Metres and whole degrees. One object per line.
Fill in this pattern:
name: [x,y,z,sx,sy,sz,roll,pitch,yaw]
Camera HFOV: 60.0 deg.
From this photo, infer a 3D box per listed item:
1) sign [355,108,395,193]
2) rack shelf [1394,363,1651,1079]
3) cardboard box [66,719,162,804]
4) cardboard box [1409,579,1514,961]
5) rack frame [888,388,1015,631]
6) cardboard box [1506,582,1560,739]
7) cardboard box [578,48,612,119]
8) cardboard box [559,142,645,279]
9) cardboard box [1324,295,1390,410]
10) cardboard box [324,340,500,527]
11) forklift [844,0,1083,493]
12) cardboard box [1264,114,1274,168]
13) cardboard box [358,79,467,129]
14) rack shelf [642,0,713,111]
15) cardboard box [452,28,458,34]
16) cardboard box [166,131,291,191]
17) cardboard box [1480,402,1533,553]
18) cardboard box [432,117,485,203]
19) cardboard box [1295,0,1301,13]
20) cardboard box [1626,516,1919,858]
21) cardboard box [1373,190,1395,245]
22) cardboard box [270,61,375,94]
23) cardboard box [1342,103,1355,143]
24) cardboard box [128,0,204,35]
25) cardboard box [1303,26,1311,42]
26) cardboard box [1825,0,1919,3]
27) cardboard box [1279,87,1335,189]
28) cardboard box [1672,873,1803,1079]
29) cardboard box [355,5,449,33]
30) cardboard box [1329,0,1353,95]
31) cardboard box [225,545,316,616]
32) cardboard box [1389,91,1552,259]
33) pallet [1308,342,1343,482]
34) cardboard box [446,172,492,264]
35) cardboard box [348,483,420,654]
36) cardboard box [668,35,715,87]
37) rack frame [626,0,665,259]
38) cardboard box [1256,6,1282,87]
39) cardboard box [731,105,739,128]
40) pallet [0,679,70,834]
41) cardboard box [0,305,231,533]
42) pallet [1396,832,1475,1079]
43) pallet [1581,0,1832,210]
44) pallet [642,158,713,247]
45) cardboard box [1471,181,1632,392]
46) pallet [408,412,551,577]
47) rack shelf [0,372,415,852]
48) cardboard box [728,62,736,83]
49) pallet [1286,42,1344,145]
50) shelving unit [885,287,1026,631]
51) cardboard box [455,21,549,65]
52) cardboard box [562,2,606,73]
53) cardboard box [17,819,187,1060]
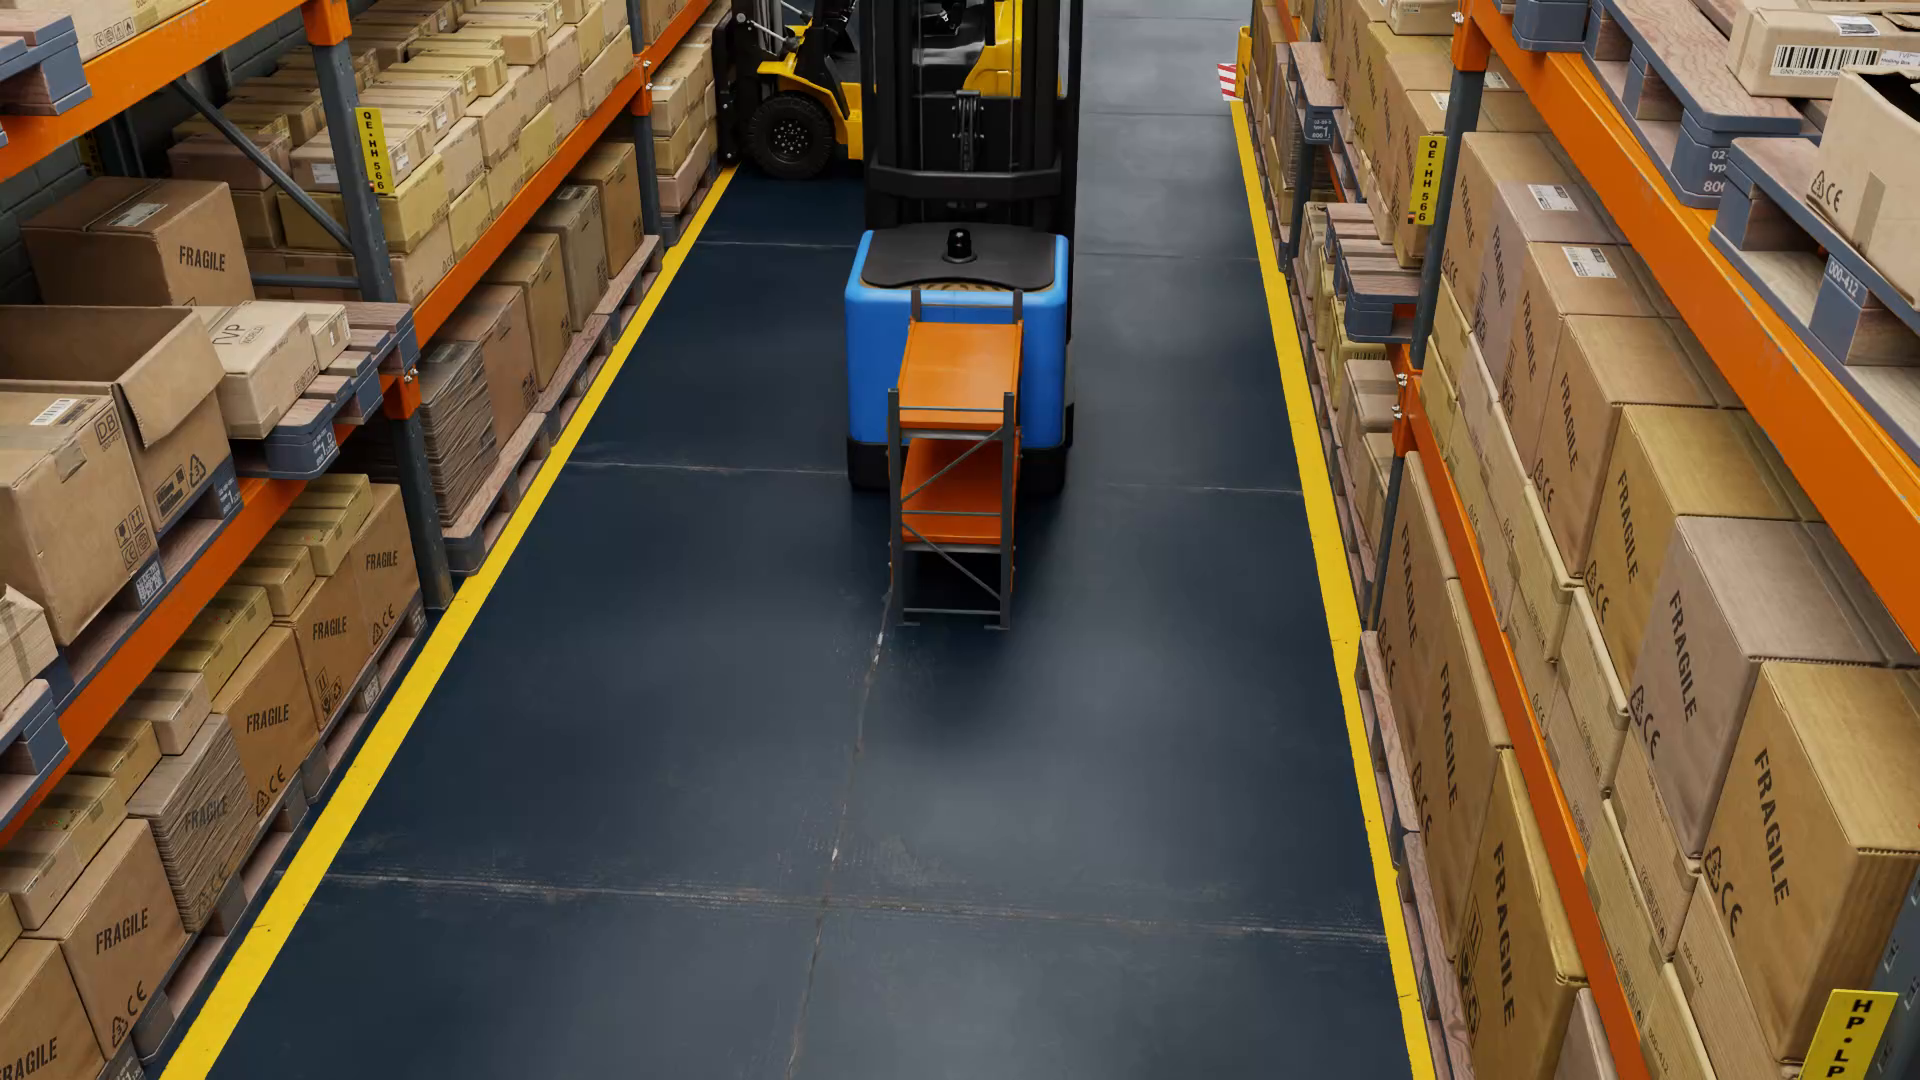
sign: [-2.192,-1.457,6.226,0.100,0.325,0.005,2,32,4]
rack shelf: [2.051,0.547,4.690,1.077,0.370,4.000,2,32,4]
cardboard box: [-2.729,0.681,5.150,0.380,0.149,0.250,3,32,4]
cardboard box: [1.998,0.744,5.308,0.875,0.875,0.875,3,32,5]
rack frame: [-0.035,-0.107,6.851,0.500,1.125,0.032,2,32,3]
cardboard box: [1.813,0.305,4.539,0.500,0.250,0.500,2,32,4]
cardboard box: [-2.224,-2.505,9.099,0.500,0.250,0.500,2,32,4]
cardboard box: [-2.440,-2.002,10.002,0.875,0.625,0.625,4,32,6]
cardboard box: [2.389,-0.943,8.526,0.950,0.372,0.625,3,32,6]
cardboard box: [-2.670,-0.509,7.580,0.875,0.625,0.625,3,32,6]
forklift: [0.069,-2.219,8.557,1.130,2.935,3.031,2,32,3]
cardboard box: [2.399,-2.770,11.607,0.500,0.250,0.500,3,32,5]
cardboard box: [-2.390,-1.901,7.262,0.380,0.149,0.250,3,32,5]
rack shelf: [-2.246,-3.847,11.819,1.077,0.370,4.000,2,32,4]
cardboard box: [-2.809,-2.471,8.568,0.500,0.250,0.500,2,32,3]
cardboard box: [-2.909,-1.513,6.632,0.380,0.149,0.250,3,32,6]
cardboard box: [1.830,-0.170,4.833,0.500,0.250,0.500,2,32,4]
cardboard box: [-2.413,-1.648,7.231,0.500,0.250,0.500,3,32,6]
cardboard box: [2.362,-3.579,10.319,0.500,0.500,0.500,3,32,6]
cardboard box: [1.709,0.303,3.351,0.500,0.500,0.500,3,32,5]
cardboard box: [1.931,-1.336,6.897,0.380,0.149,0.250,2,32,4]
cardboard box: [-2.868,-2.052,7.507,0.380,0.149,0.250,2,32,4]
cardboard box: [2.045,-2.013,7.997,0.380,0.149,0.250,4,32,6]
cardboard box: [-2.574,-1.687,4.912,0.500,0.250,0.500,3,32,4]
cardboard box: [2.261,-2.971,9.952,0.380,0.149,0.250,2,32,3]
cardboard box: [2.359,-1.370,3.759,0.500,0.500,0.500,3,32,4]
cardboard box: [2.320,-2.545,10.527,0.500,0.500,0.500,2,32,3]
cardboard box: [1.681,0.896,3.103,0.500,0.250,0.500,2,32,4]
cardboard box: [-2.807,-2.587,8.375,0.380,0.149,0.250,2,32,4]
cardboard box: [2.121,-2.492,8.156,0.500,0.500,0.500,2,32,4]
cardboard box: [-2.579,0.143,6.024,0.380,0.149,0.250,1,32,2]
cardboard box: [1.973,-1.403,6.388,0.500,0.500,0.500,2,32,3]
pallet: [2.380,-0.663,8.625,1.003,0.211,1.213,2,32,4]
cardboard box: [-2.408,-1.436,7.364,0.500,0.250,0.500,2,32,3]
cardboard box: [-2.554,0.100,6.711,0.500,0.500,0.500,3,32,5]
cardboard box: [-1.976,-3.308,11.527,0.500,0.250,0.500,3,32,6]
rack frame: [-2.408,-3.107,9.933,1.000,3.000,0.127,2,32,4]
cardboard box: [2.484,-3.620,12.271,0.500,0.500,0.500,1,32,2]
cardboard box: [-1.926,-3.154,12.230,0.500,0.250,0.500,3,32,6]
pallet: [-2.886,0.745,3.866,1.003,0.211,1.213,2,32,4]
cardboard box: [-2.683,-0.377,5.004,0.797,0.503,0.637,2,32,3]
pallet: [1.972,1.427,5.233,1.003,0.211,1.213,2,32,4]
pallet: [2.126,-1.078,3.961,1.003,0.211,1.213,4,32,6]
pallet: [-2.302,-2.334,11.336,1.003,0.211,1.213,2,32,4]
cardboard box: [1.899,-0.766,5.086,0.500,0.500,0.500,3,32,4]
pallet: [-2.628,-0.257,7.966,1.003,0.211,1.213,2,32,4]
rack shelf: [-2.897,0.337,5.031,1.077,0.370,4.000,2,32,4]
cardboard box: [-1.928,-3.358,12.084,0.500,0.250,0.500,2,32,4]
pallet: [2.332,-2.422,9.004,1.003,0.211,1.213,2,32,4]
shelving unit: [-0.002,-0.373,7.283,0.538,1.125,1.048,2,32,3]
cardboard box: [-2.234,-2.426,8.115,0.380,0.149,0.250,2,32,3]
cardboard box: [-2.228,-2.719,8.970,0.500,0.250,0.500,2,32,3]
cardboard box: [-2.718,1.178,4.961,0.500,0.500,0.500,2,32,3]
